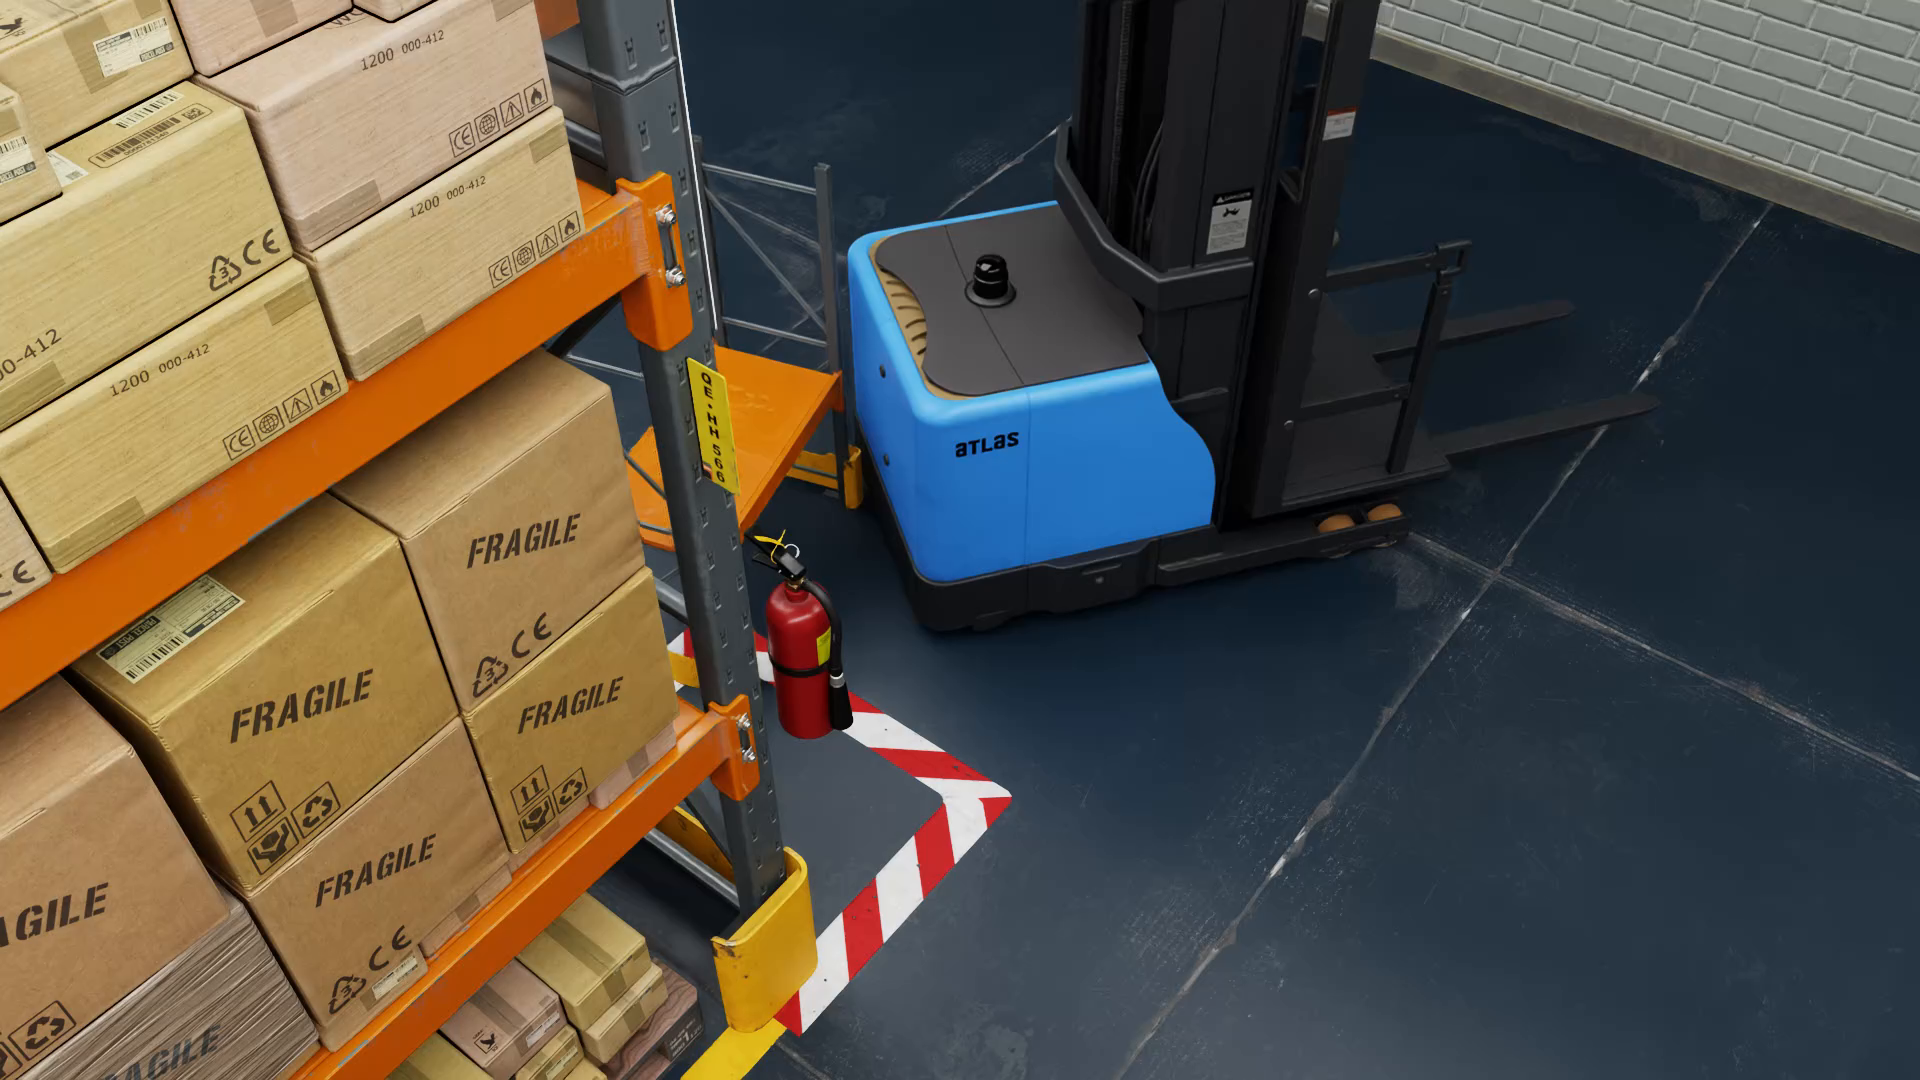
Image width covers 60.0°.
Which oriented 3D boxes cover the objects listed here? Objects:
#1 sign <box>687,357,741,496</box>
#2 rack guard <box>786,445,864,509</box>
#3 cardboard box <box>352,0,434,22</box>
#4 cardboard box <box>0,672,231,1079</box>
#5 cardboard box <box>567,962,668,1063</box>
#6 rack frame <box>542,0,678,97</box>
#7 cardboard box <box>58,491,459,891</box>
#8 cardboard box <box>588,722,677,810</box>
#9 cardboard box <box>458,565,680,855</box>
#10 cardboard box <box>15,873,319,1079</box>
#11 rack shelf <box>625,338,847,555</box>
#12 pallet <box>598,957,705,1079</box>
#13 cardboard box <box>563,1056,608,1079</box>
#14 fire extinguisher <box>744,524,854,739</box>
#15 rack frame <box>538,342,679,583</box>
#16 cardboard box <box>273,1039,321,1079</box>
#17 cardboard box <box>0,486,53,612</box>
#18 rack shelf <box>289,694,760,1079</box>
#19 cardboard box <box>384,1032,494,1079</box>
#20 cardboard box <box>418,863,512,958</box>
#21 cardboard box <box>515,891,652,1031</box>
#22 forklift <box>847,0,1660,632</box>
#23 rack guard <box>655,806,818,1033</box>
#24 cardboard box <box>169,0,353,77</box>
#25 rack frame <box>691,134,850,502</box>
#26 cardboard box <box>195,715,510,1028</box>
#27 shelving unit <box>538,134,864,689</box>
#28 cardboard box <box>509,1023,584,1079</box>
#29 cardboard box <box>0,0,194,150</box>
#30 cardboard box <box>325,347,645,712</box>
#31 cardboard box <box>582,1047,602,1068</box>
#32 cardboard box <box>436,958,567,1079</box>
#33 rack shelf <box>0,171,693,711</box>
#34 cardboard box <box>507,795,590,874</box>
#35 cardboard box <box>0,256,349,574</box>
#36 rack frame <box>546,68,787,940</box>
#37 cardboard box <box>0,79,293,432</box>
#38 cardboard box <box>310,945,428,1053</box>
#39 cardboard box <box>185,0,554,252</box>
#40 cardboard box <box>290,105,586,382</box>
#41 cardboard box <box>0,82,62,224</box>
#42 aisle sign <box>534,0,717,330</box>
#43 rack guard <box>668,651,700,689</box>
[{"bbox_3d":[-0.497,-0.225,3.371,0.100,0.325,0.005,29,53,25],"label":"sign"},{"bbox_3d":[-0.655,-0.303,6.367,0.587,0.250,0.087,16,48,14],"label":"rack guard"},{"bbox_3d":[-0.895,-0.947,2.488,0.380,0.149,0.250,29,53,25],"label":"cardboard box"},{"bbox_3d":[-1.628,0.508,2.724,0.500,0.500,0.500,32,54,27],"label":"cardboard box"},{"bbox_3d":[-1.021,1.192,4.512,0.380,0.149,0.250,28,52,24],"label":"cardboard box"},{"bbox_3d":[-0.924,-2.045,1.980,1.000,3.000,0.127,29,53,25],"label":"rack frame"},{"bbox_3d":[-1.317,0.206,3.012,0.500,0.500,0.500,27,52,24],"label":"cardboard box"},{"bbox_3d":[-0.900,0.425,3.943,0.380,0.149,0.250,29,53,25],"label":"cardboard box"},{"bbox_3d":[-0.995,0.261,3.652,0.500,0.500,0.500,30,53,26],"label":"cardboard box"},{"bbox_3d":[-1.617,0.848,3.091,0.500,0.500,0.500,29,53,25],"label":"cardboard box"},{"bbox_3d":[-0.836,-0.268,5.718,0.538,0.185,1.000,16,48,14],"label":"rack shelf"},{"bbox_3d":[-1.495,1.483,4.687,1.003,0.211,1.213,29,53,25],"label":"pallet"},{"bbox_3d":[-1.158,1.452,4.469,0.380,0.149,0.250,31,54,26],"label":"cardboard box"},{"bbox_3d":[-0.405,0.243,4.255,0.296,0.674,0.183,29,53,25],"label":"fire extinguisher"},{"bbox_3d":[-1.018,-0.050,5.260,0.500,1.500,0.032,16,48,14],"label":"rack frame"},{"bbox_3d":[-1.545,0.995,3.398,0.380,0.149,0.250,27,52,23],"label":"cardboard box"},{"bbox_3d":[-1.613,-0.007,2.211,0.500,0.250,0.500,31,54,26],"label":"cardboard box"},{"bbox_3d":[-2.147,1.420,3.317,1.077,0.370,4.000,29,53,25],"label":"rack shelf"},{"bbox_3d":[-1.304,1.399,4.109,0.380,0.149,0.250,28,52,24],"label":"cardboard box"},{"bbox_3d":[-1.223,0.701,3.679,0.380,0.149,0.250,29,53,25],"label":"cardboard box"},{"bbox_3d":[-1.047,1.076,4.417,0.380,0.149,0.250,30,53,25],"label":"cardboard box"},{"bbox_3d":[1.170,-1.301,5.466,3.031,2.935,1.130,-12,48,-11],"label":"forklift"},{"bbox_3d":[-0.971,0.934,5.012,1.175,0.500,0.348,29,53,25],"label":"rack guard"},{"bbox_3d":[-1.106,-0.840,2.386,0.380,0.149,0.250,30,53,25],"label":"cardboard box"},{"bbox_3d":[-0.654,-0.736,5.916,0.500,1.500,0.032,16,48,14],"label":"rack frame"},{"bbox_3d":[-1.314,0.553,3.372,0.500,0.500,0.500,28,53,24],"label":"cardboard box"},{"bbox_3d":[-0.833,-0.399,5.594,0.587,1.500,1.083,16,48,14],"label":"shelving unit"},{"bbox_3d":[-1.224,1.318,4.392,0.380,0.149,0.250,28,52,24],"label":"cardboard box"},{"bbox_3d":[-1.280,-0.702,2.254,0.380,0.149,0.250,28,52,24],"label":"cardboard box"},{"bbox_3d":[-1.007,-0.084,3.289,0.500,0.500,0.500,28,52,24],"label":"cardboard box"},{"bbox_3d":[-1.081,1.260,4.653,0.380,0.149,0.250,30,53,26],"label":"cardboard box"},{"bbox_3d":[-1.246,1.195,4.304,0.380,0.149,0.250,30,53,26],"label":"cardboard box"},{"bbox_3d":[-2.147,0.384,2.232,1.077,0.370,4.000,29,53,25],"label":"rack shelf"},{"bbox_3d":[-1.082,0.551,3.823,0.380,0.149,0.250,29,53,25],"label":"cardboard box"},{"bbox_3d":[-1.299,-0.285,2.477,0.500,0.250,0.500,29,53,25],"label":"cardboard box"},{"bbox_3d":[-0.924,0.027,4.150,1.000,3.000,0.127,29,53,25],"label":"rack frame"},{"bbox_3d":[-1.316,-0.461,2.299,0.500,0.250,0.500,28,52,24],"label":"cardboard box"},{"bbox_3d":[-1.361,0.858,3.530,0.380,0.149,0.250,31,54,26],"label":"cardboard box"},{"bbox_3d":[-1.005,-0.754,2.579,0.500,0.250,0.500,28,52,24],"label":"cardboard box"},{"bbox_3d":[-0.993,-0.580,2.759,0.500,0.250,0.500,28,52,24],"label":"cardboard box"},{"bbox_3d":[-1.355,-0.503,2.064,0.380,0.149,0.250,30,53,26],"label":"cardboard box"},{"bbox_3d":[-0.642,-0.780,3.123,0.394,0.787,0.004,29,53,25],"label":"aisle sign"},{"bbox_3d":[-1.011,0.369,5.724,0.587,0.250,0.087,16,48,14],"label":"rack guard"}]
